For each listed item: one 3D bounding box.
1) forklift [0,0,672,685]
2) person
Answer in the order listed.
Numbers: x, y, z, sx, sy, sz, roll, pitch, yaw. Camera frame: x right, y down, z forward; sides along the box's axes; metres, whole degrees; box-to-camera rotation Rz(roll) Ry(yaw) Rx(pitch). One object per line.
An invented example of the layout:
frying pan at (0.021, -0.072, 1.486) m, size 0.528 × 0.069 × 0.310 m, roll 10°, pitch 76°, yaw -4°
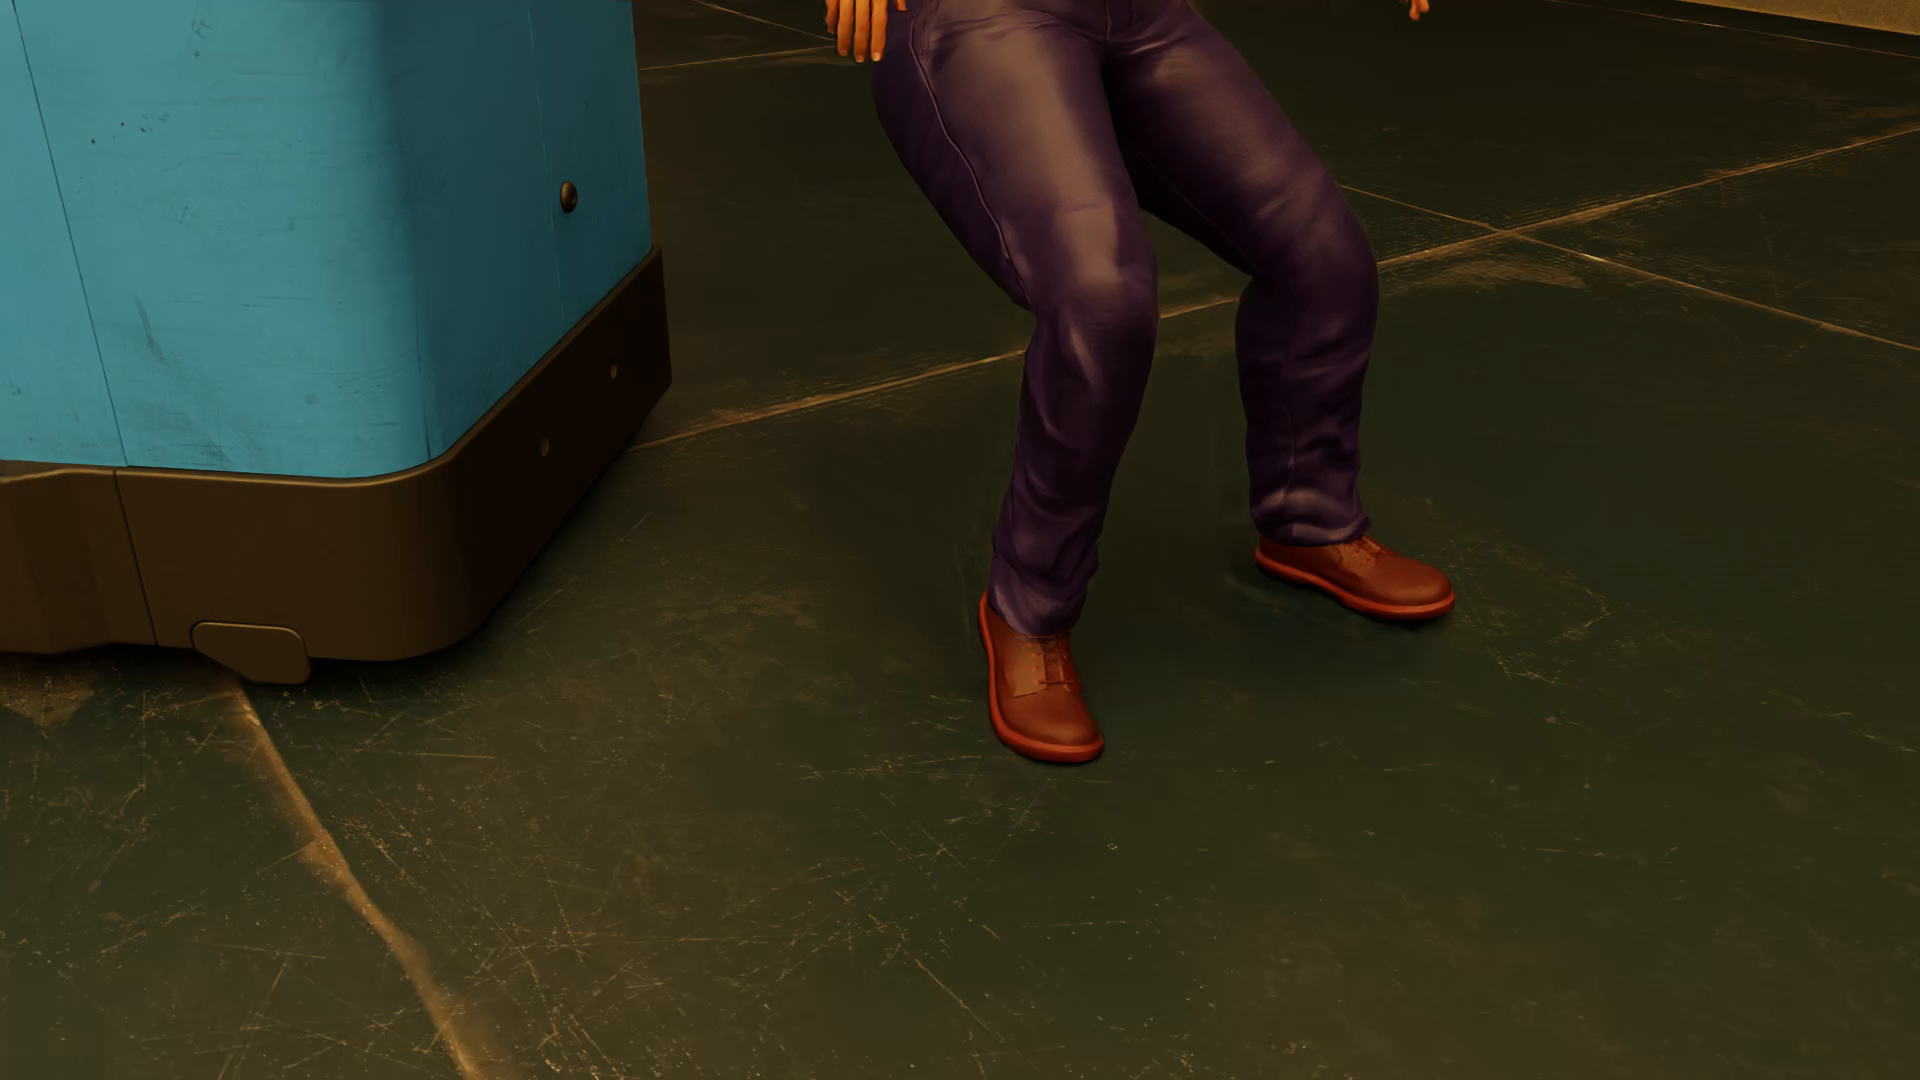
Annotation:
forklift at (-2.057, -1.413, 2.047) m, size 3.031 × 2.935 × 1.130 m, roll 3°, pitch 27°, yaw 7°
person at (0.251, -0.590, 1.995) m, size 0.906 × 1.541 × 0.631 m, roll -19°, pitch 32°, yaw -33°
